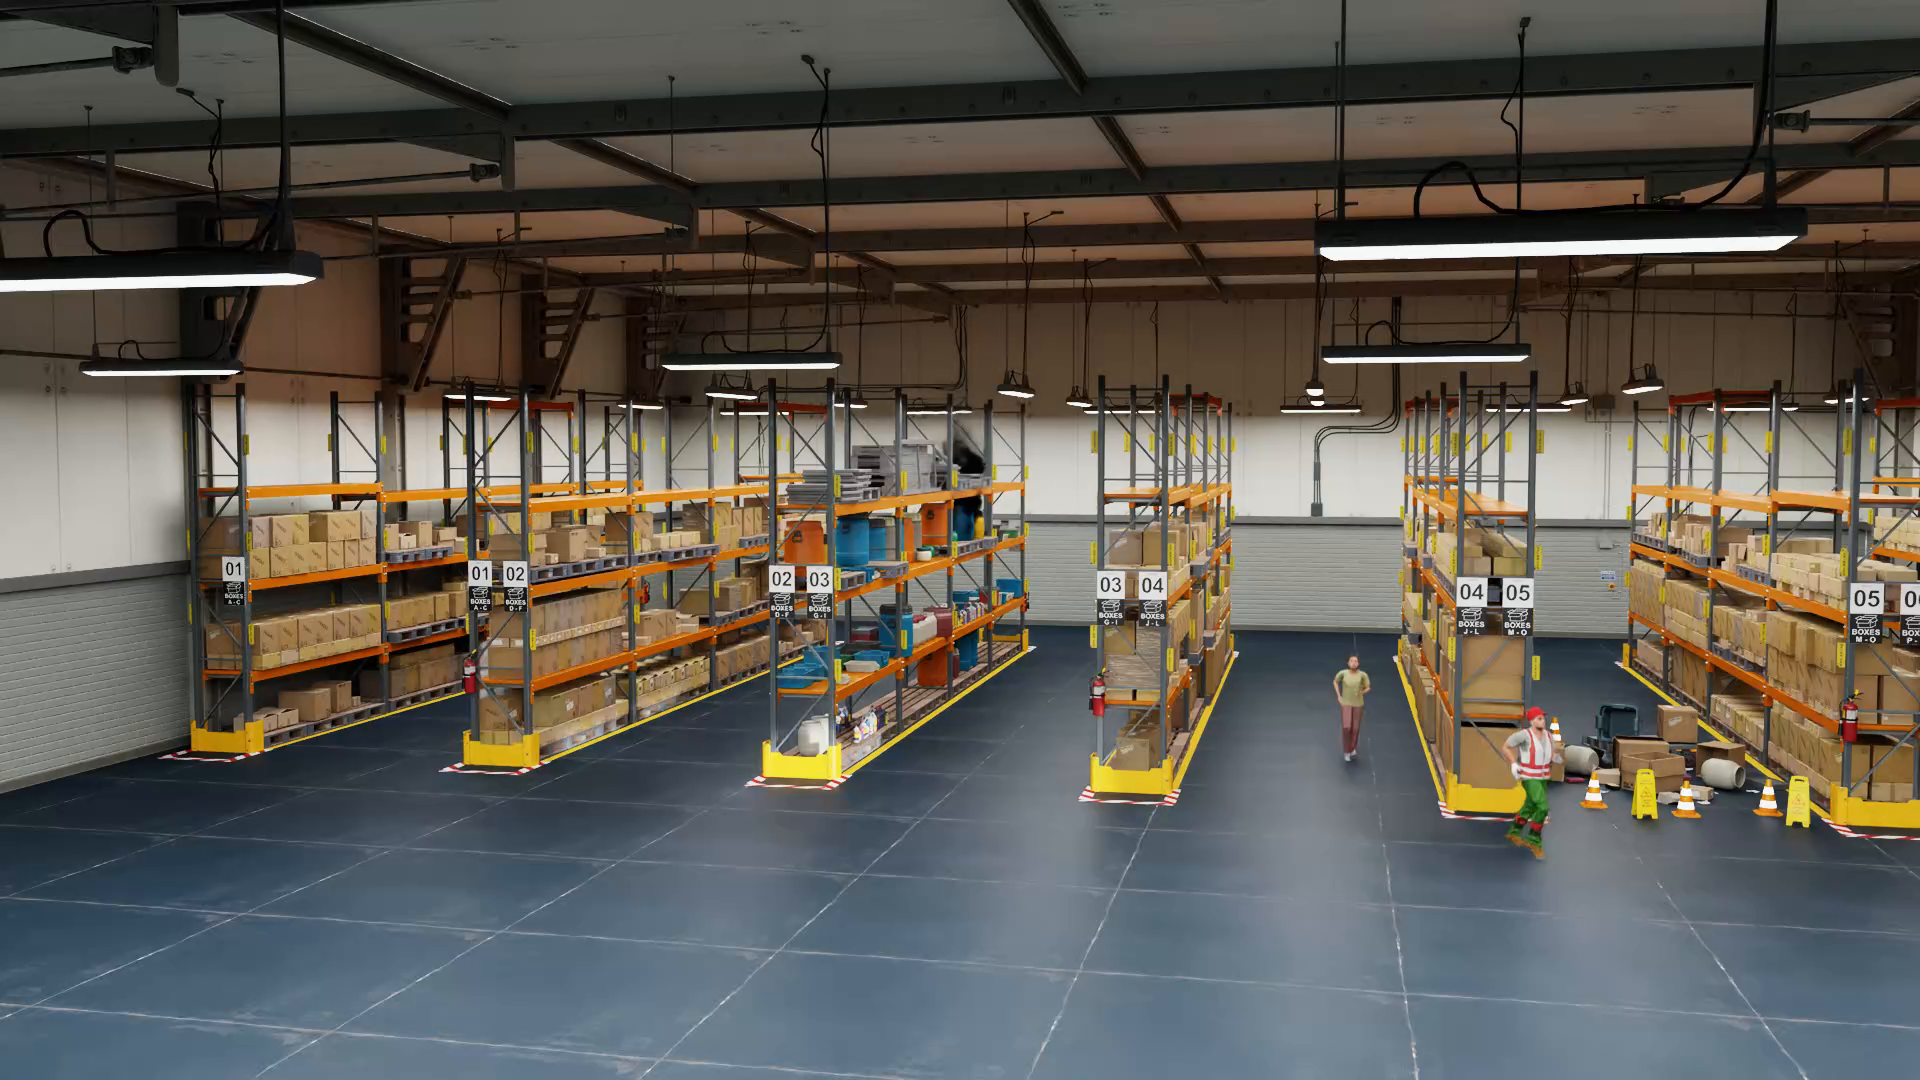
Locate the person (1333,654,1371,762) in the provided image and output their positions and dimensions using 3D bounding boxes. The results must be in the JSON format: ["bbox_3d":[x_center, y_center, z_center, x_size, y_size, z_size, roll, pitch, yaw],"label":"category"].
[{"bbox_3d":[6.239,2.720,26.464,0.569,1.632,0.615,0,3,8],"label":"person"}]

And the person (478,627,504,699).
[{"bbox_3d":[-8.229,2.424,29.200,0.649,1.837,0.835,0,3,1],"label":"person"}]

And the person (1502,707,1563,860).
[{"bbox_3d":[7.018,2.949,20.355,0.635,1.840,0.777,-2,4,-29],"label":"person"}]
